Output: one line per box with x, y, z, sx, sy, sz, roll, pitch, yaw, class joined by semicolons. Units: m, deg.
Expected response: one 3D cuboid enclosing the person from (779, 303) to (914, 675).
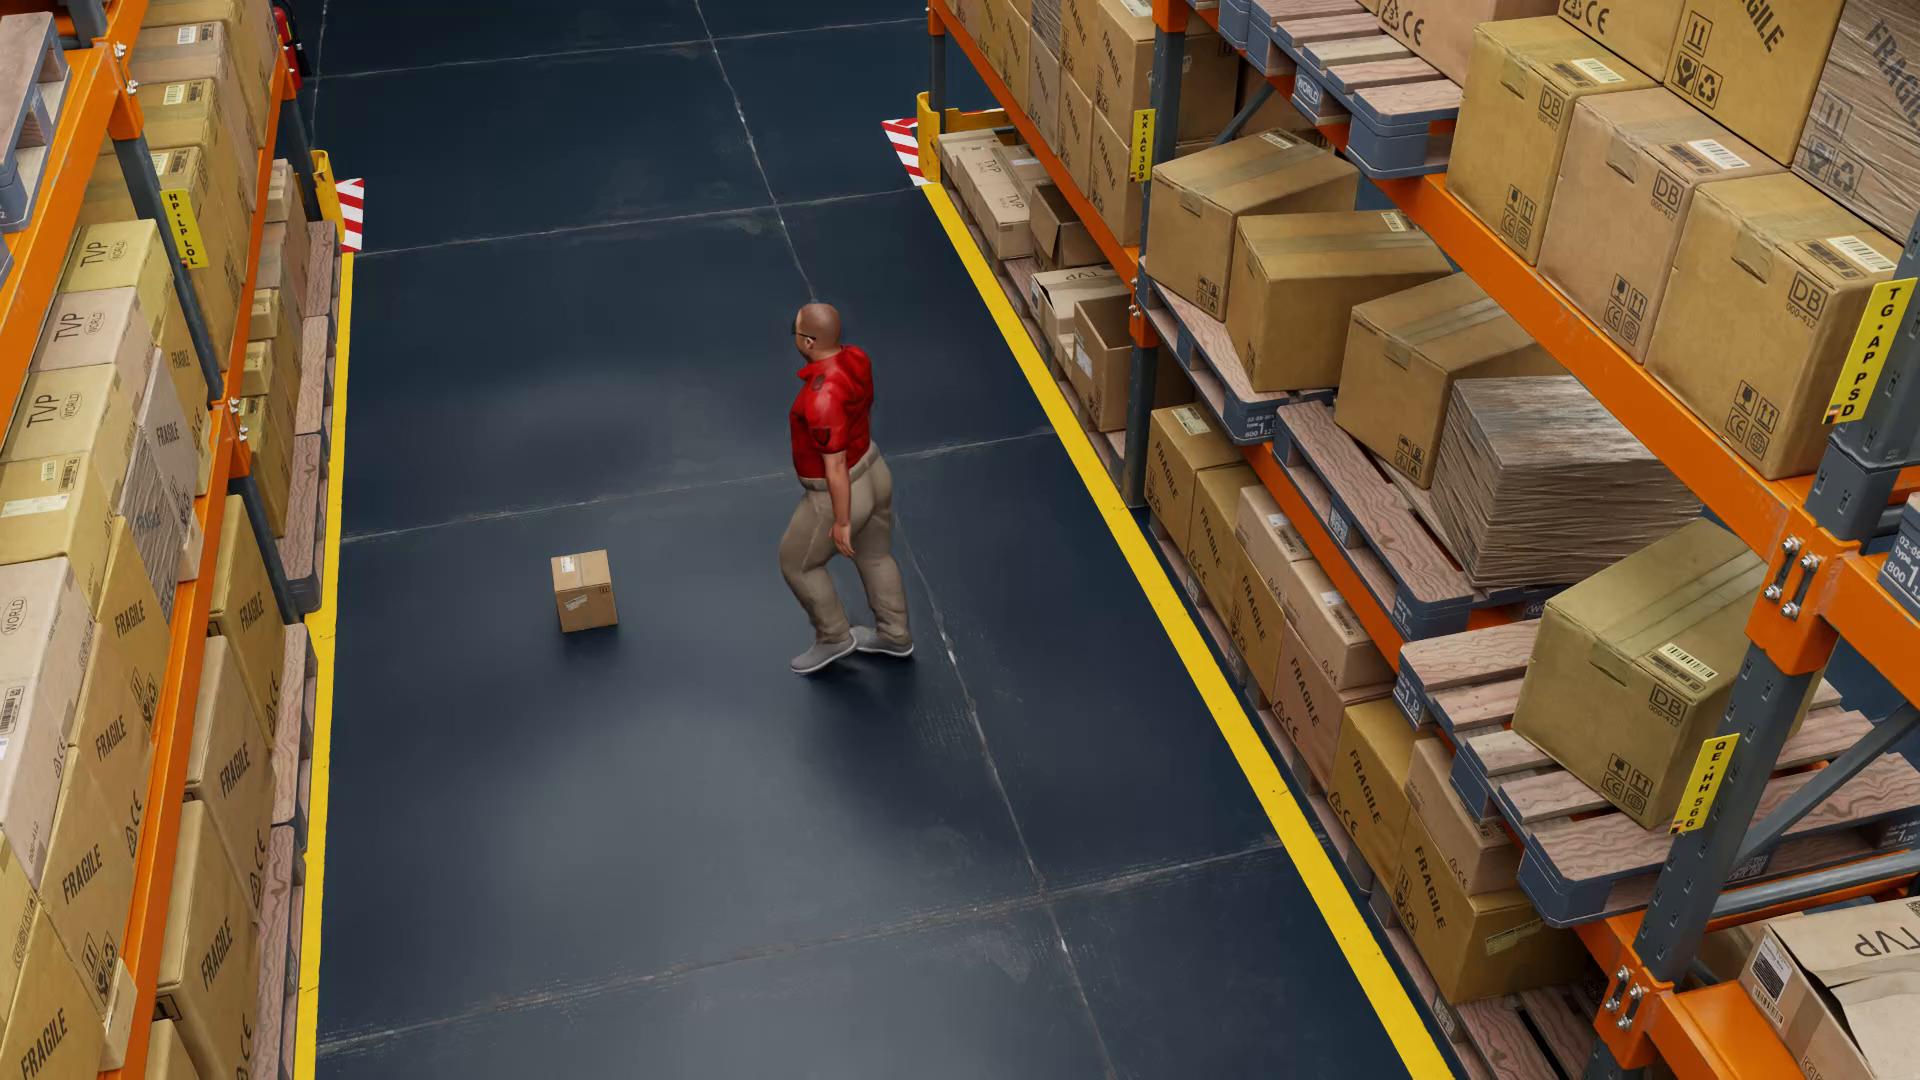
-0.462;-0.189;6.983;0.537;1.753;0.570;15;40;18;person
